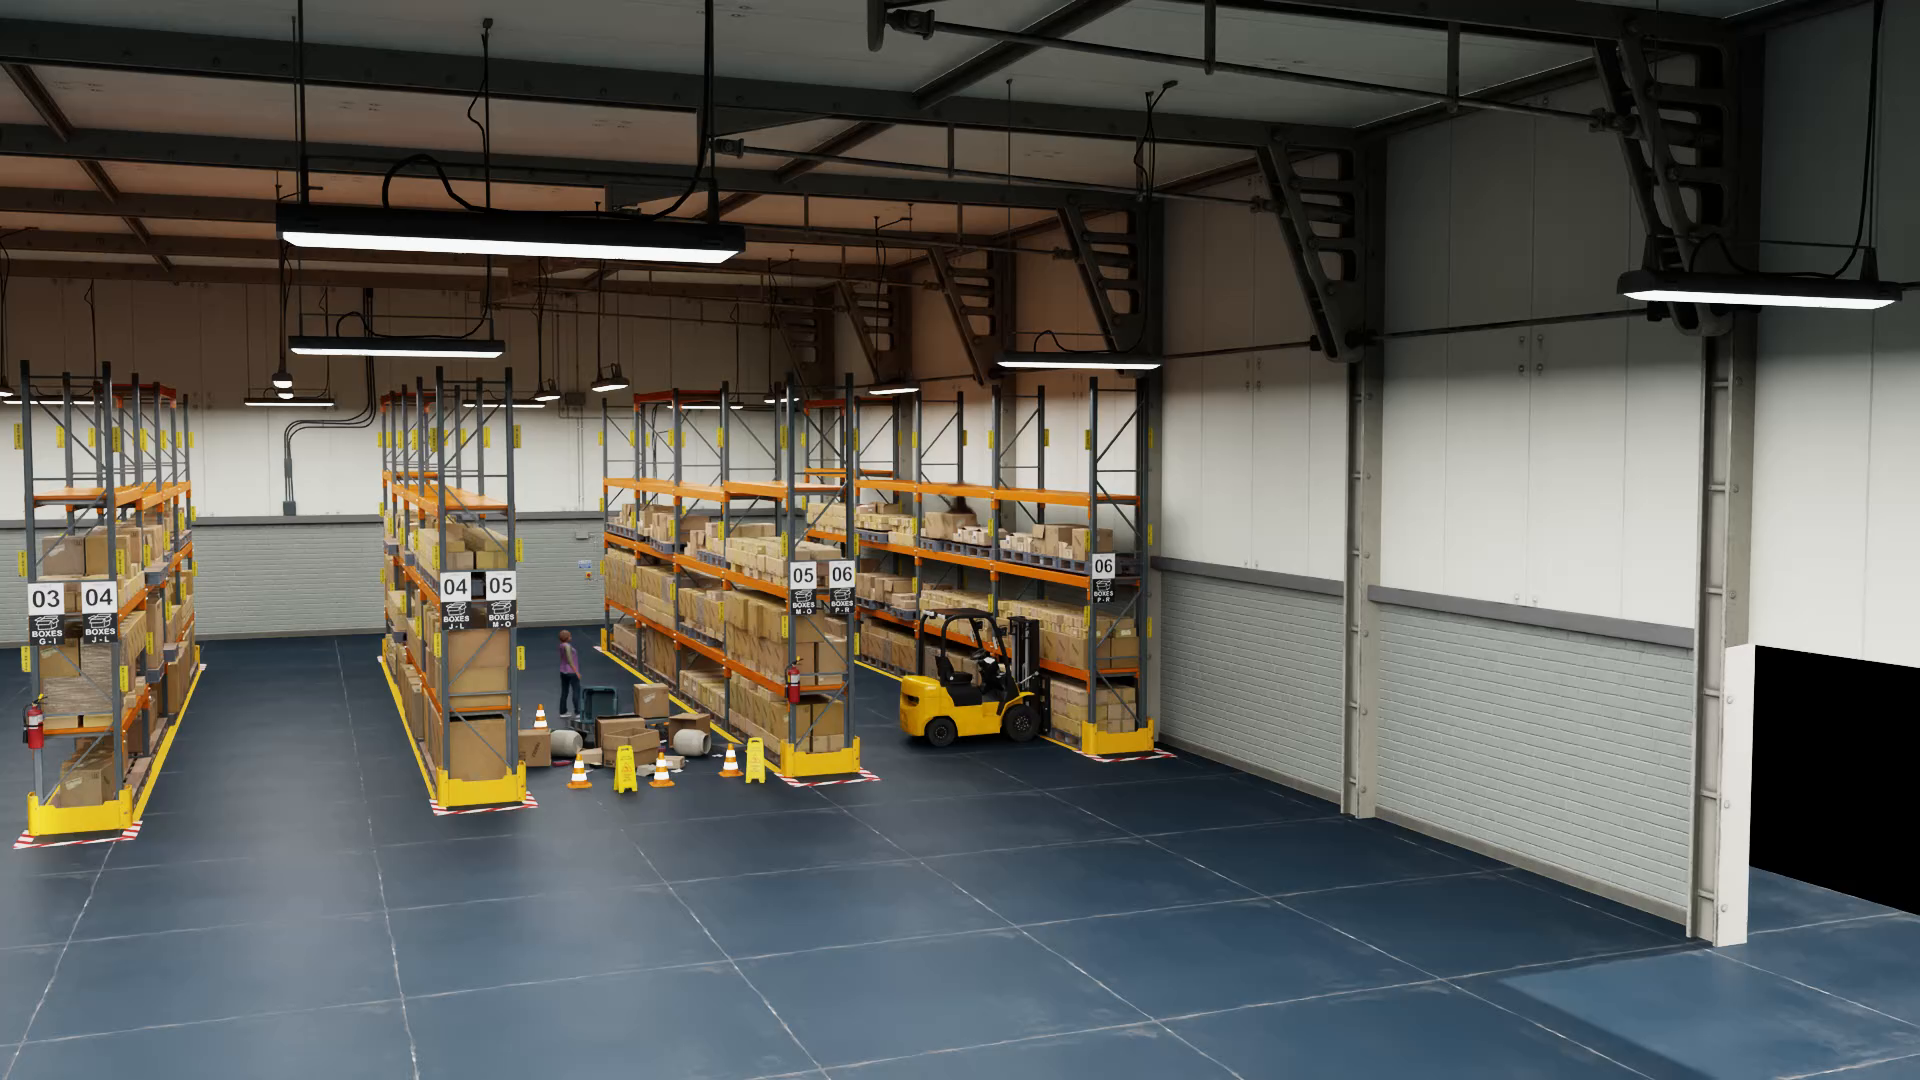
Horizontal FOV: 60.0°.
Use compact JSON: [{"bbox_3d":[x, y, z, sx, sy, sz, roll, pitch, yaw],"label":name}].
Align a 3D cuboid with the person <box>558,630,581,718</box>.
[{"bbox_3d":[-6.999,2.412,29.930,0.513,1.595,0.399,3,4,36],"label":"person"}]
